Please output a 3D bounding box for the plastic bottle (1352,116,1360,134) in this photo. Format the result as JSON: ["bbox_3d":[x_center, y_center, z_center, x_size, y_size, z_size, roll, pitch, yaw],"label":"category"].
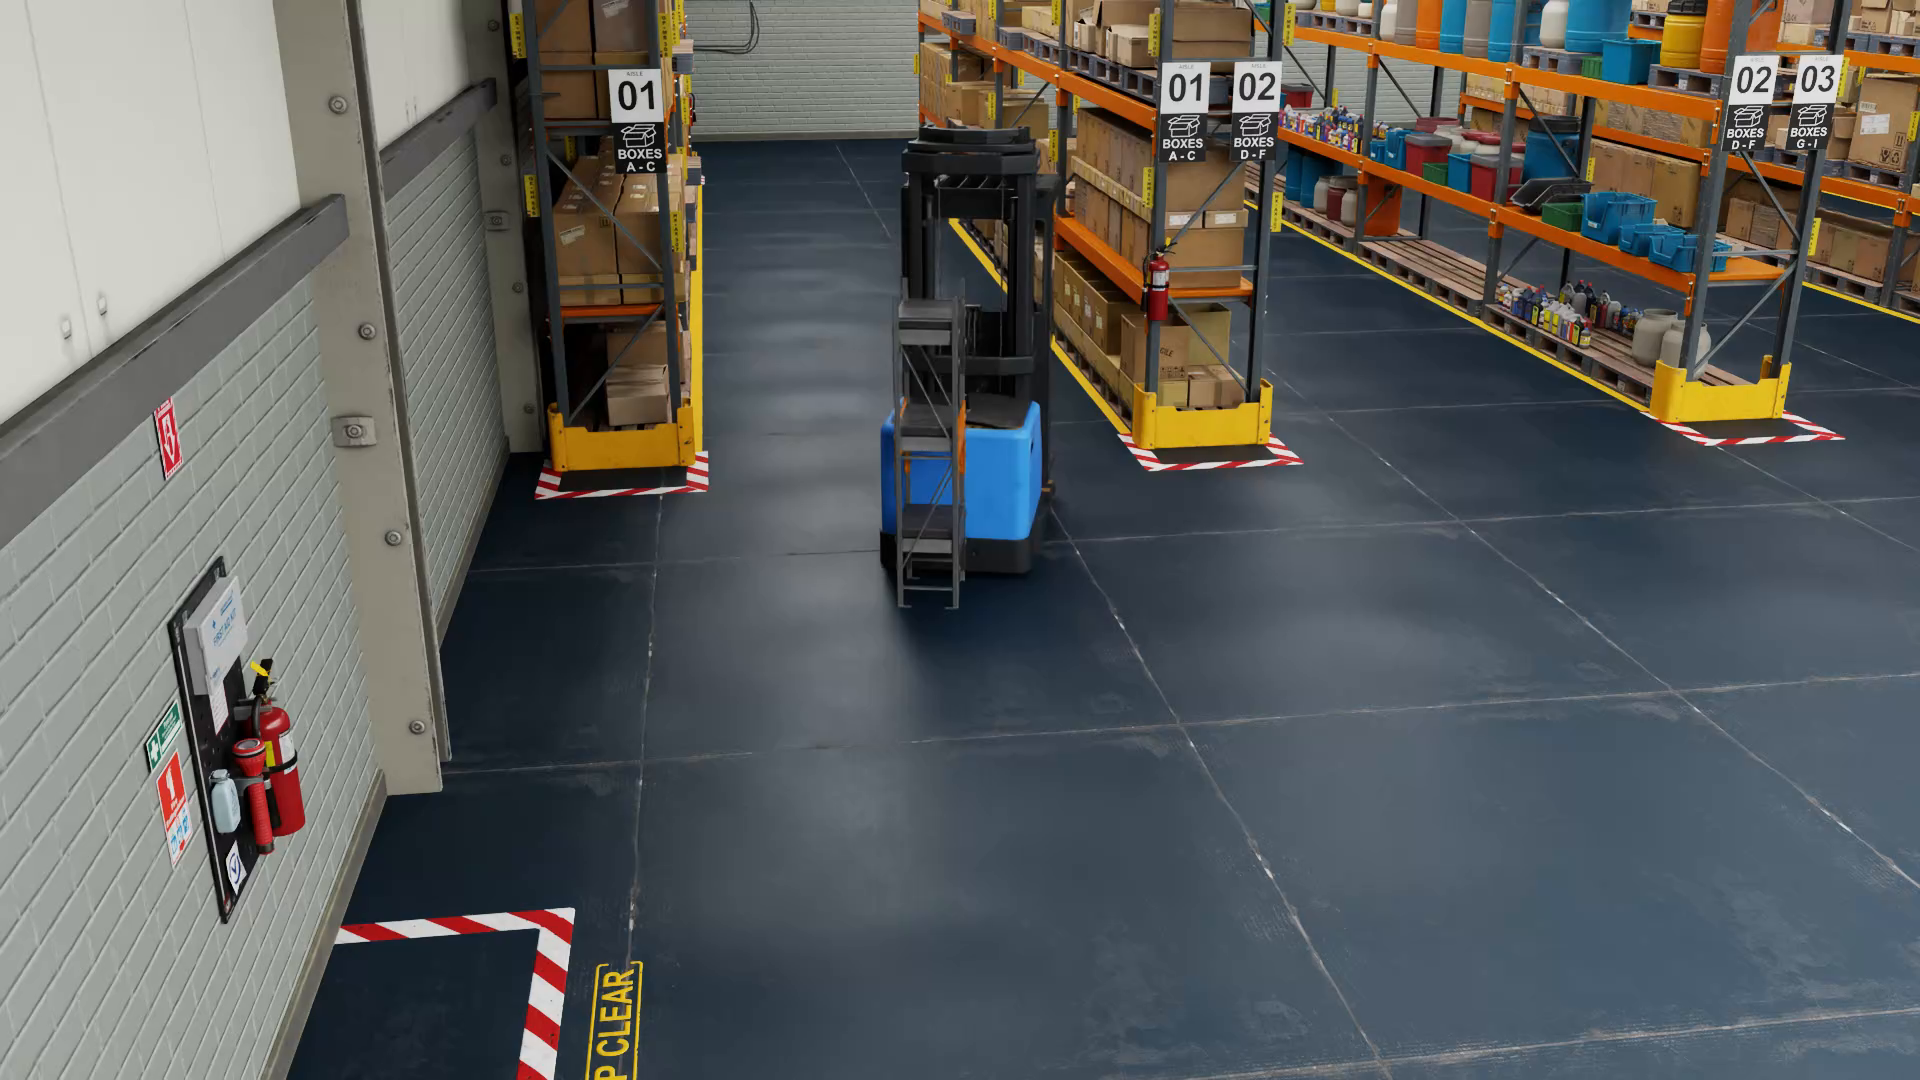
[{"bbox_3d":[5.826,-6.078,24.379,0.152,0.276,0.135,-3,21,-8],"label":"plastic bottle"}]

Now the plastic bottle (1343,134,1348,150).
[{"bbox_3d":[5.322,-5.479,22.883,0.097,0.201,0.097,0,20,0],"label":"plastic bottle"}]

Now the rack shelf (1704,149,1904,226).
[{"bbox_3d":[11.037,-4.520,21.058,1.077,0.370,4.000,-3,21,-8],"label":"rack shelf"}]

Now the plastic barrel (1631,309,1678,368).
[{"bbox_3d":[6.758,-1.958,16.127,0.421,0.512,0.421,0,20,0],"label":"plastic barrel"}]

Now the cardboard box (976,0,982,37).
[{"bbox_3d":[0.701,-7.009,22.264,0.910,0.500,0.500,-3,21,-8],"label":"cardboard box"}]

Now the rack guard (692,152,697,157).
[{"bbox_3d":[-5.112,-6.407,28.655,1.175,0.500,0.348,-3,21,-8],"label":"rack guard"}]

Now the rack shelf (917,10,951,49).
[{"bbox_3d":[0.081,-8.196,26.615,1.077,0.370,4.000,-3,21,-8],"label":"rack shelf"}]

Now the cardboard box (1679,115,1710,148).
[{"bbox_3d":[10.433,-5.754,23.193,0.500,0.500,0.500,-2,21,-6],"label":"cardboard box"}]

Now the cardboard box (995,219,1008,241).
[{"bbox_3d":[0.731,-4.026,21.236,0.500,0.311,0.500,-2,21,-6],"label":"cardboard box"}]

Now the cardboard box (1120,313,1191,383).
[{"bbox_3d":[1.727,-1.711,14.769,0.500,0.500,0.500,-3,21,-8],"label":"cardboard box"}]

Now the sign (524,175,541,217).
[{"bbox_3d":[-3.355,-2.699,13.049,0.100,0.325,0.005,-3,21,-8],"label":"sign"}]

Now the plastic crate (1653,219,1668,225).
[{"bbox_3d":[6.909,-3.241,16.984,0.530,0.136,0.437,-3,21,-8],"label":"plastic crate"}]

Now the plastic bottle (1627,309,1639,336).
[{"bbox_3d":[6.984,-2.254,17.235,0.097,0.271,0.097,0,20,0],"label":"plastic bottle"}]

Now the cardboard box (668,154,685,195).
[{"bbox_3d":[-3.005,-3.557,16.566,0.500,0.500,0.500,-3,21,-8],"label":"cardboard box"}]

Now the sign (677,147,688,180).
[{"bbox_3d":[-2.843,-3.850,17.000,0.100,0.325,0.005,-3,21,-8],"label":"sign"}]

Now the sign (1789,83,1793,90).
[{"bbox_3d":[11.285,-6.085,22.679,0.100,0.325,0.005,-3,21,-8],"label":"sign"}]

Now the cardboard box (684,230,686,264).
[{"bbox_3d":[-2.786,-2.685,15.303,0.500,0.250,0.500,-3,21,-7],"label":"cardboard box"}]

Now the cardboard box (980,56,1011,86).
[{"bbox_3d":[0.580,-7.128,25.442,0.500,0.500,0.500,-2,21,-6],"label":"cardboard box"}]

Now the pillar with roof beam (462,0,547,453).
[{"bbox_3d":[0.501,-5.256,13.427,9.100,9.000,0.400,-3,21,-8],"label":"pillar with roof beam"}]

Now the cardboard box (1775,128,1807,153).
[{"bbox_3d":[10.763,-5.084,21.154,0.500,0.250,0.500,-4,21,-9],"label":"cardboard box"}]

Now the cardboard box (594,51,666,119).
[{"bbox_3d":[-2.603,-3.619,13.161,0.500,0.500,0.500,-2,21,-6],"label":"cardboard box"}]

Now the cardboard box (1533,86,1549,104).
[{"bbox_3d":[9.772,-7.322,27.322,0.500,0.250,0.500,-2,21,-6],"label":"cardboard box"}]

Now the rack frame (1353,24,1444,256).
[{"bbox_3d":[5.848,-5.299,22.117,1.000,3.000,0.127,-3,21,-8],"label":"rack frame"}]

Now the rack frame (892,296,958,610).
[{"bbox_3d":[-0.214,-0.522,10.614,0.400,2.100,0.015,2,22,5],"label":"rack frame"}]

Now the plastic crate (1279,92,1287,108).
[{"bbox_3d":[4.866,-6.849,26.204,0.392,0.384,0.575,-3,21,-8],"label":"plastic crate"}]

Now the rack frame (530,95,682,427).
[{"bbox_3d":[-2.802,-2.030,13.363,1.000,3.000,0.127,-3,21,-8],"label":"rack frame"}]

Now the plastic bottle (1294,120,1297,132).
[{"bbox_3d":[5.031,-6.176,24.749,0.097,0.201,0.097,0,20,0],"label":"plastic bottle"}]

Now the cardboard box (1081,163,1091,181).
[{"bbox_3d":[1.445,-3.737,16.866,0.380,0.149,0.250,-3,21,-9],"label":"cardboard box"}]

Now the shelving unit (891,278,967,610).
[{"bbox_3d":[-0.191,-0.613,10.839,0.431,2.100,0.503,2,22,5],"label":"shelving unit"}]

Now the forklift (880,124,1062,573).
[{"bbox_3d":[0.158,-1.621,12.367,1.130,2.935,3.031,3,21,7],"label":"forklift"}]

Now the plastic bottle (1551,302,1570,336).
[{"bbox_3d":[6.246,-2.302,17.250,0.144,0.351,0.185,-2,21,-6],"label":"plastic bottle"}]

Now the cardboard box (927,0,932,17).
[{"bbox_3d":[-0.252,-8.618,26.930,0.500,0.250,0.500,-3,21,-8],"label":"cardboard box"}]

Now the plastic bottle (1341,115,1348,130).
[{"bbox_3d":[5.672,-6.143,24.561,0.097,0.271,0.097,0,20,0],"label":"plastic bottle"}]

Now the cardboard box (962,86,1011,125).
[{"bbox_3d":[0.378,-6.269,23.971,0.700,0.500,0.500,0,20,1],"label":"cardboard box"}]

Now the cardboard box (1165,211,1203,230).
[{"bbox_3d":[1.855,-2.754,14.233,0.380,0.149,0.250,-3,21,-9],"label":"cardboard box"}]

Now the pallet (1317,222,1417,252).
[{"bbox_3d":[5.693,-4.264,23.330,1.003,0.211,1.213,-3,21,-8],"label":"pallet"}]

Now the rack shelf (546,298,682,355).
[{"bbox_3d":[-3.091,-2.385,15.343,1.077,0.370,4.000,-3,21,-8],"label":"rack shelf"}]

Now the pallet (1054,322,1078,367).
[{"bbox_3d":[1.596,-2.082,17.489,1.003,0.211,1.213,-3,21,-8],"label":"pallet"}]

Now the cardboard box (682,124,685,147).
[{"bbox_3d":[-3.772,-5.176,21.191,0.500,0.500,0.500,-2,21,-6],"label":"cardboard box"}]

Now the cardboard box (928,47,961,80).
[{"bbox_3d":[-0.254,-7.815,27.280,0.500,0.500,0.500,-3,21,-7],"label":"cardboard box"}]

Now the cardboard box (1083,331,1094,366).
[{"bbox_3d":[1.501,-1.879,16.289,0.500,0.250,0.500,-3,21,-8],"label":"cardboard box"}]

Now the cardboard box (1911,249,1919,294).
[{"bbox_3d":[11.344,-3.049,19.066,0.500,0.500,0.500,-4,21,-9],"label":"cardboard box"}]

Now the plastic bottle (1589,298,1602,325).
[{"bbox_3d":[6.779,-2.447,17.734,0.061,0.283,0.133,-3,21,-8],"label":"plastic bottle"}]

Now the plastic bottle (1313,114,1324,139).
[{"bbox_3d":[5.175,-5.958,23.951,0.144,0.351,0.185,-3,21,-8],"label":"plastic bottle"}]

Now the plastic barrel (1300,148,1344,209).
[{"bbox_3d":[5.435,-5.463,24.956,0.600,0.901,0.708,-3,21,-8],"label":"plastic barrel"}]

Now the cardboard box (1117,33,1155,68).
[{"bbox_3d":[1.672,-4.263,14.471,0.500,0.250,0.500,-3,21,-8],"label":"cardboard box"}]

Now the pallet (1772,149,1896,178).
[{"bbox_3d":[11.075,-4.776,20.990,1.003,0.211,1.213,-3,21,-8],"label":"pallet"}]

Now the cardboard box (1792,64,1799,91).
[{"bbox_3d":[14.602,-7.841,28.354,0.500,0.500,0.500,-3,21,-8],"label":"cardboard box"}]

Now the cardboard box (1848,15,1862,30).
[{"bbox_3d":[10.956,-6.301,20.245,0.380,0.166,0.250,-3,21,-9],"label":"cardboard box"}]

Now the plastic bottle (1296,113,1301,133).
[{"bbox_3d":[5.030,-6.173,24.625,0.061,0.283,0.133,-3,21,-8],"label":"plastic bottle"}]

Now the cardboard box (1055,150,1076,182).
[{"bbox_3d":[1.352,-4.162,18.929,0.500,0.500,0.500,-1,21,-4],"label":"cardboard box"}]

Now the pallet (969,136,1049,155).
[{"bbox_3d":[0.779,-5.192,22.104,1.213,0.211,1.003,-3,21,-8],"label":"pallet"}]

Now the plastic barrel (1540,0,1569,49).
[{"bbox_3d":[6.292,-5.410,17.366,0.421,0.512,0.421,0,20,0],"label":"plastic barrel"}]
